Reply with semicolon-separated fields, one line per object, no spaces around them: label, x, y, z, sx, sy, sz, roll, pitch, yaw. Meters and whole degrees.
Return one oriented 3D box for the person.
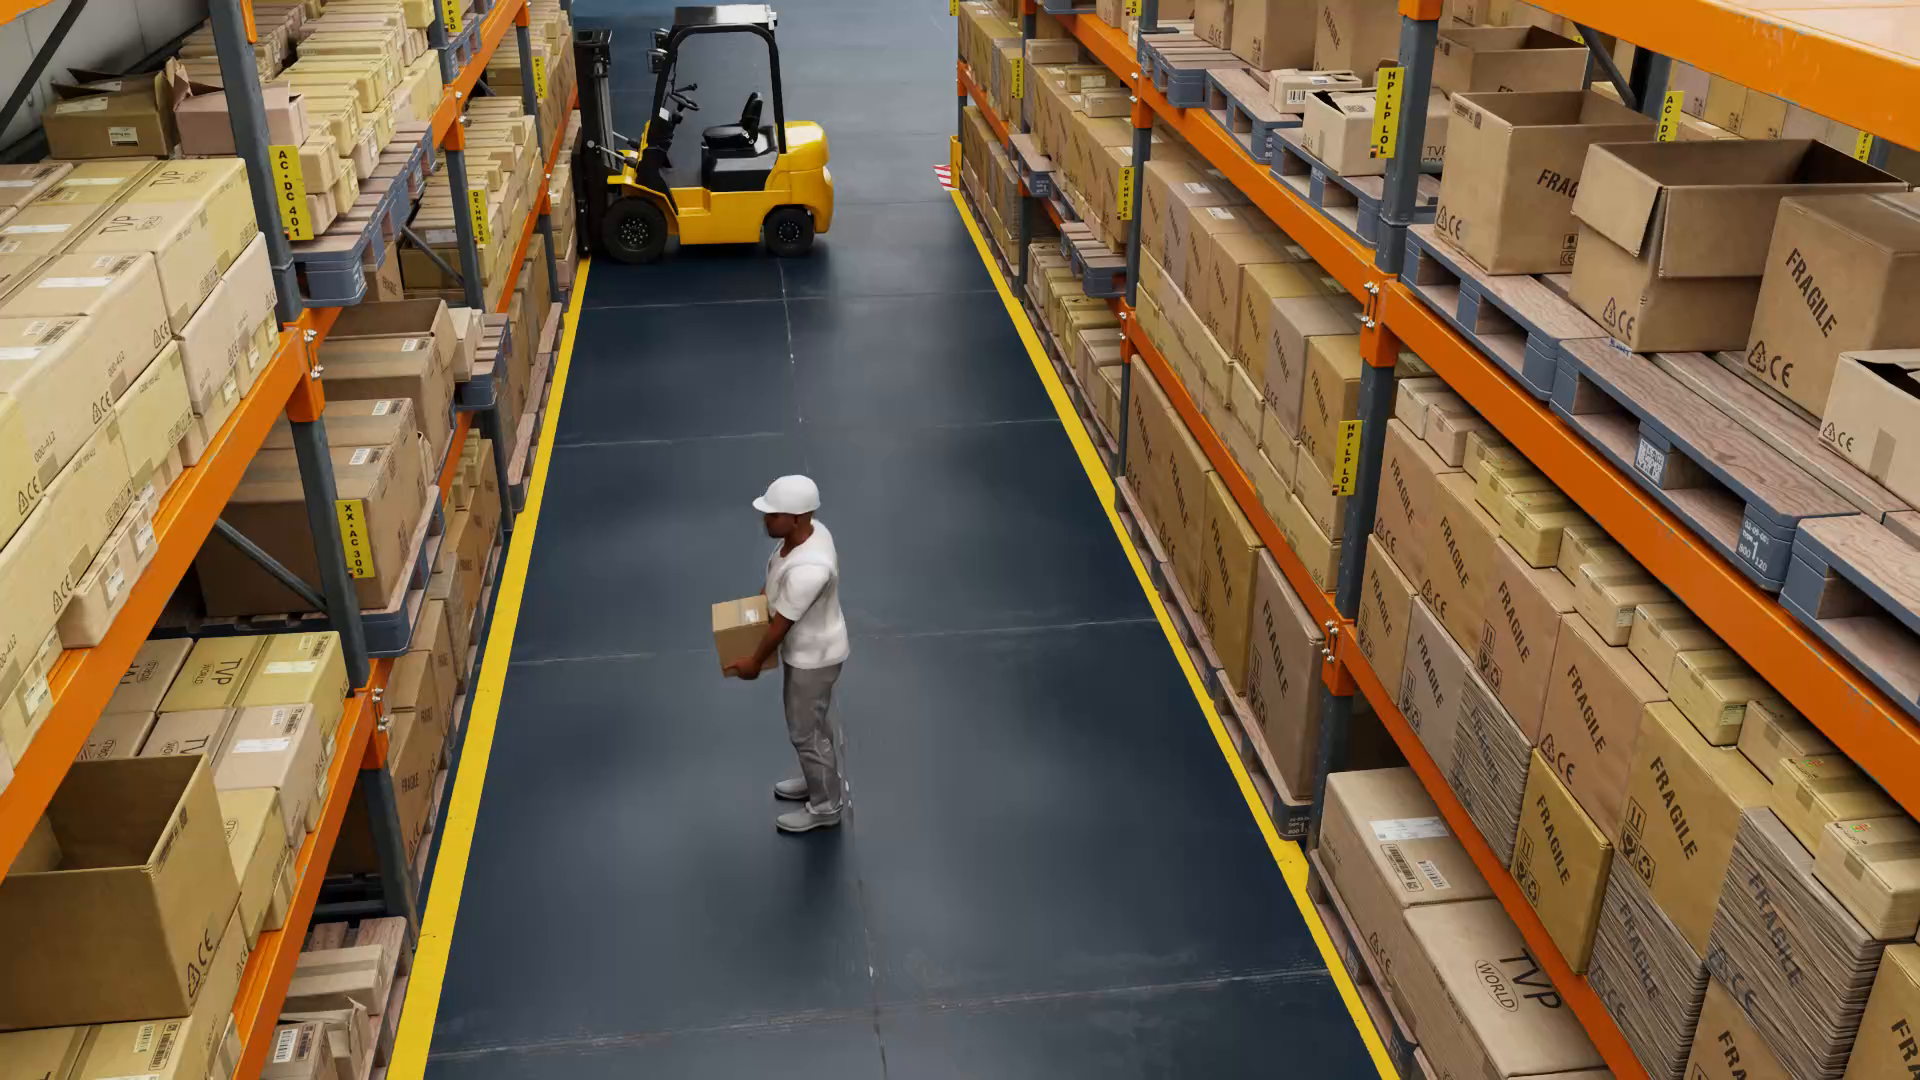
person;-0.794;0.515;7.583;0.576;1.761;0.505;-4;27;-8
